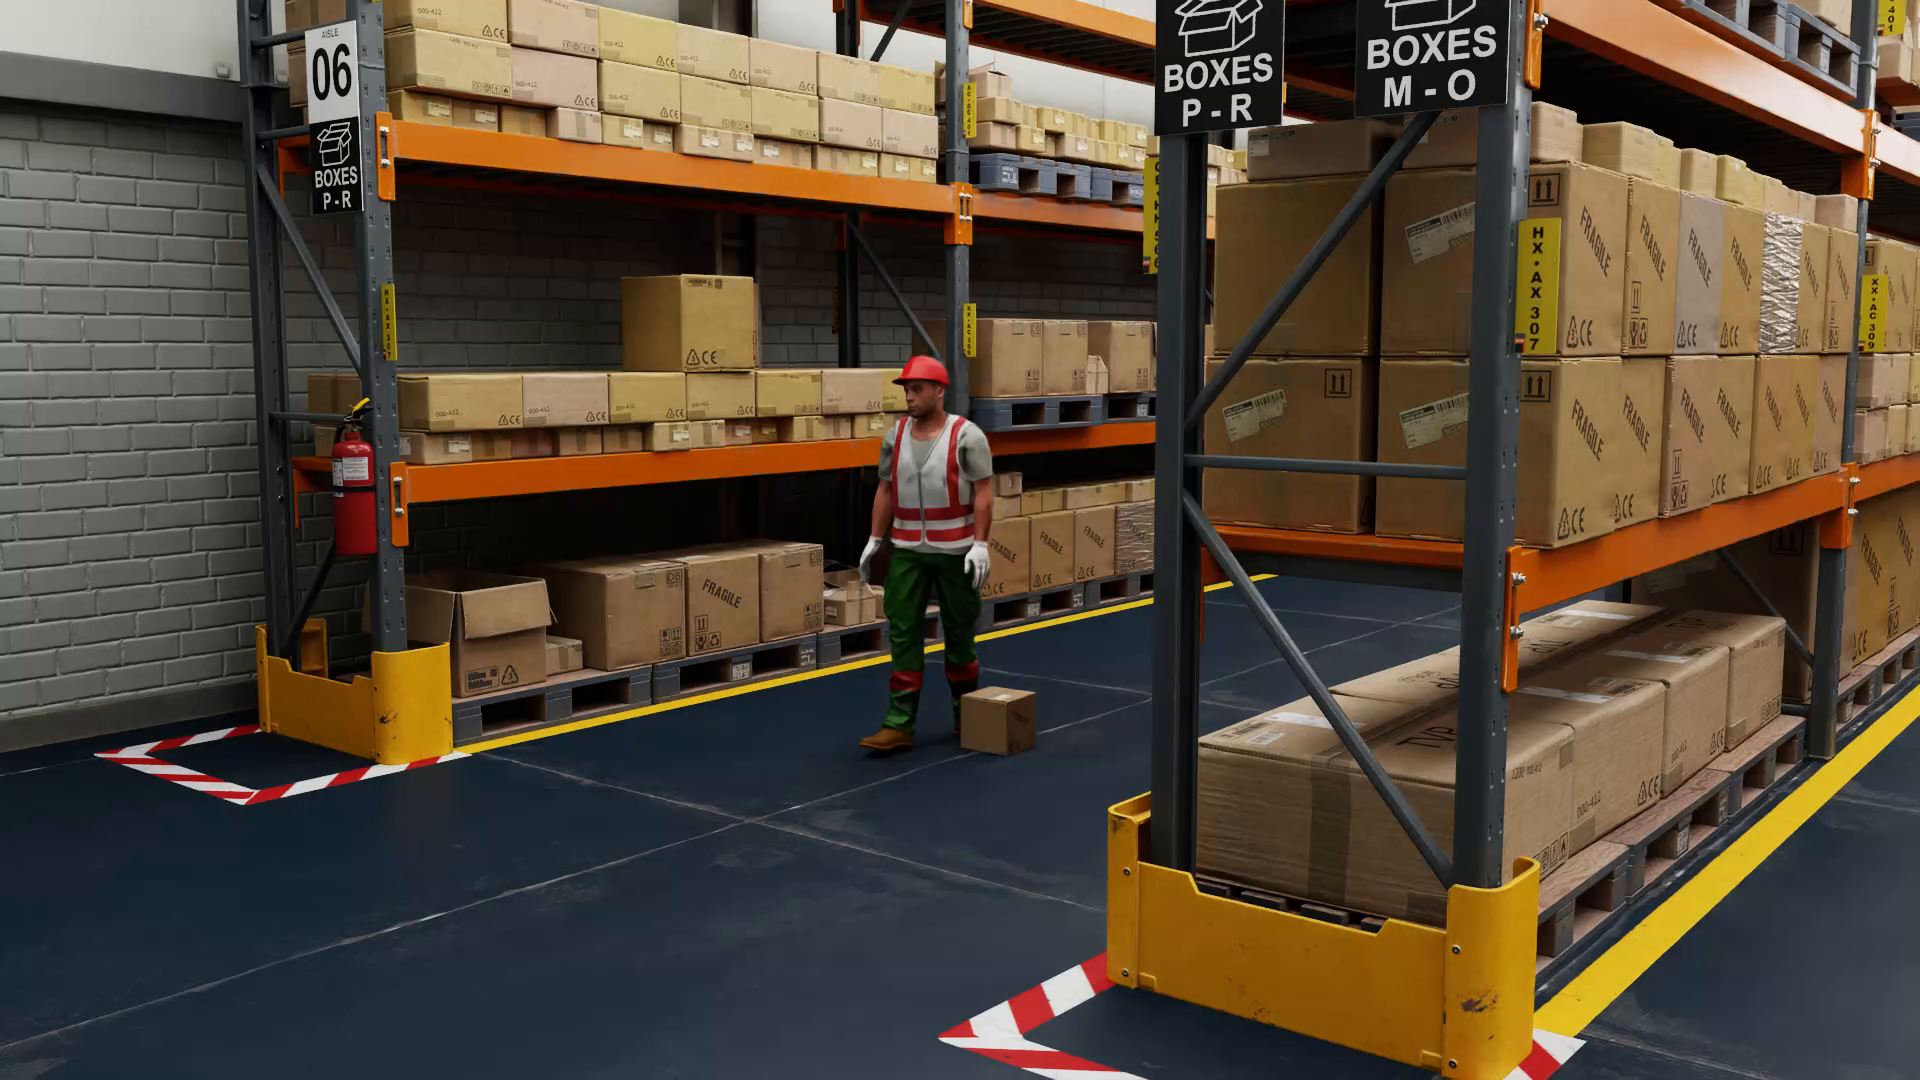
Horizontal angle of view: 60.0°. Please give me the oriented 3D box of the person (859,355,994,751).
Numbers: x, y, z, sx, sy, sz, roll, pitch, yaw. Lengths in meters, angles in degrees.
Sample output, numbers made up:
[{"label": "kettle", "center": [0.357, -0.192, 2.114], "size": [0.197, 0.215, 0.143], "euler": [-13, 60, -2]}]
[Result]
[{"label": "person", "center": [-0.169, 0.060, 7.573], "size": [0.649, 1.790, 0.632], "euler": [2, 7, 17]}]
